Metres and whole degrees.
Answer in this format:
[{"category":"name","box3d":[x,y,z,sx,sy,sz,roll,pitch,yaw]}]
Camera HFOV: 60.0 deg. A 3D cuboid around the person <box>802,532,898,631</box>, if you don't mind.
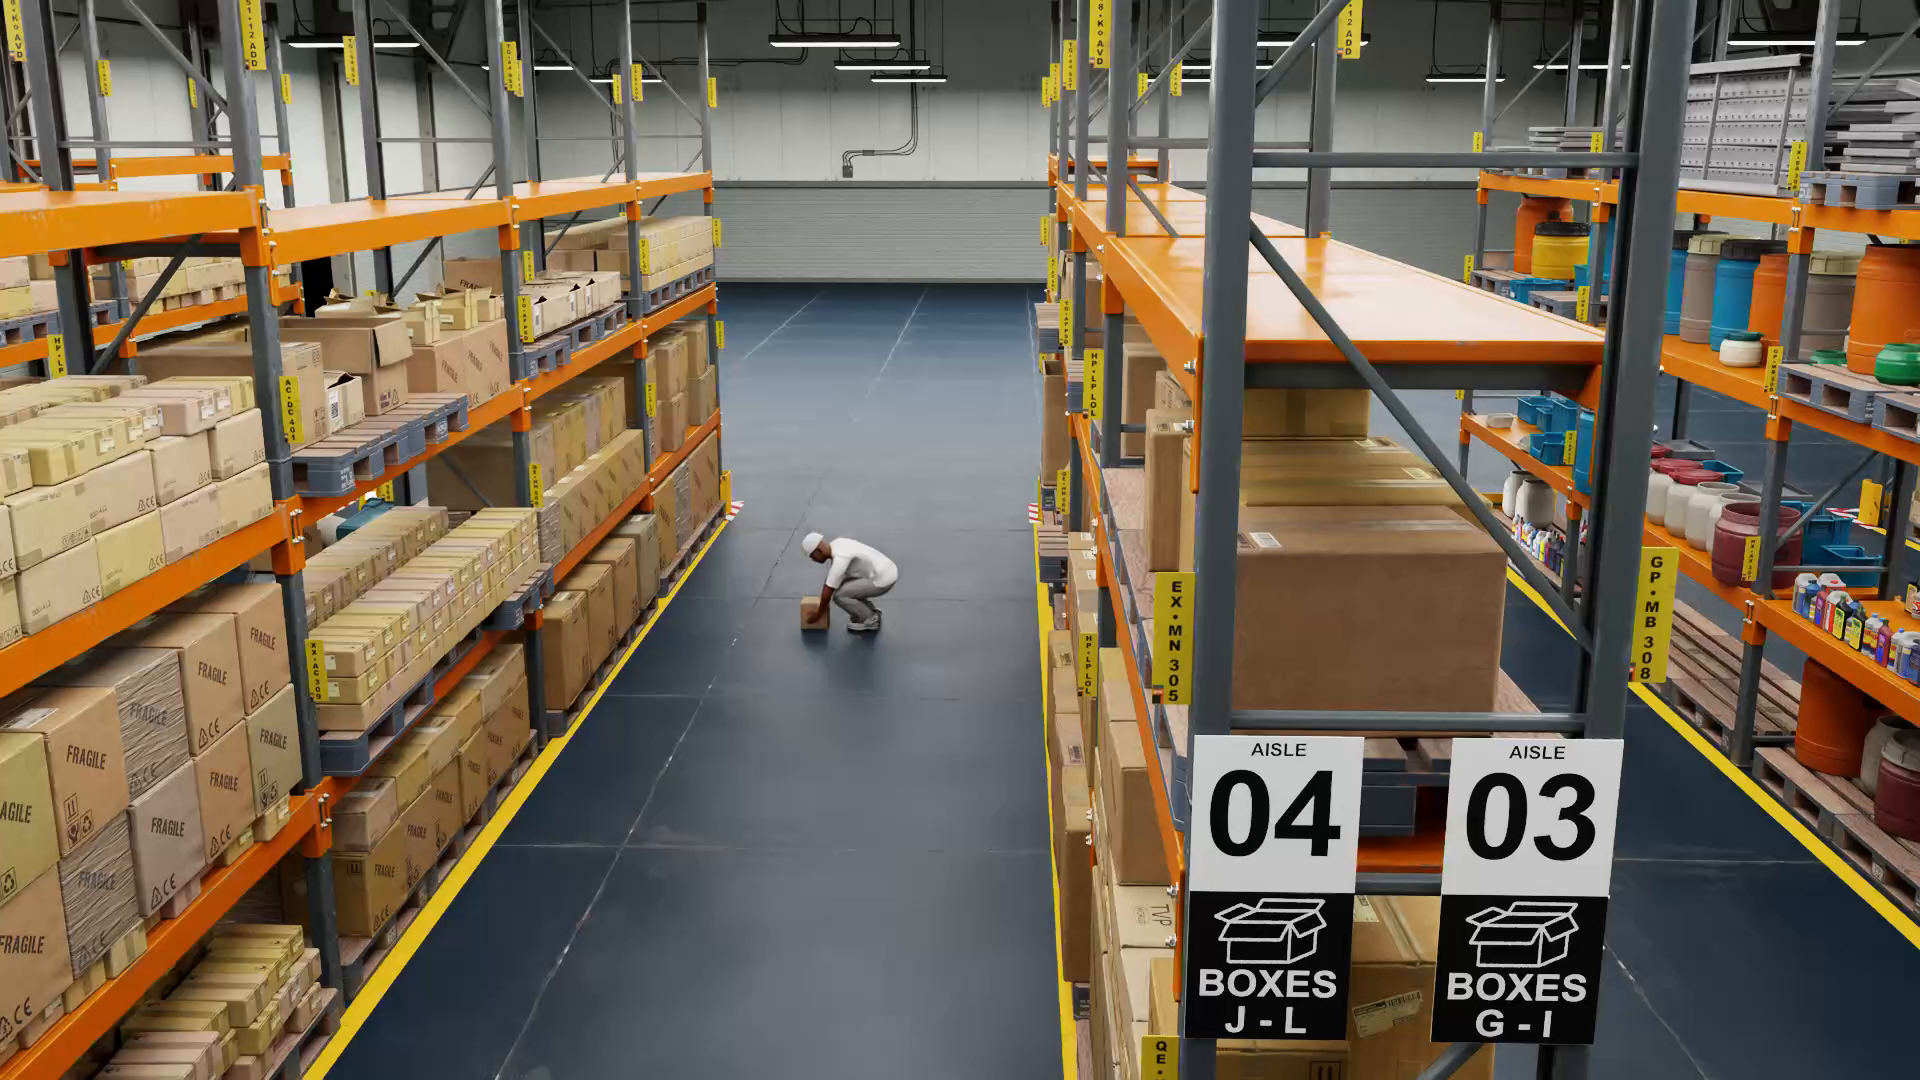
[{"category":"person","box3d":[-1.035,0.379,15.681,0.897,0.926,0.569,0,14,1]}]
